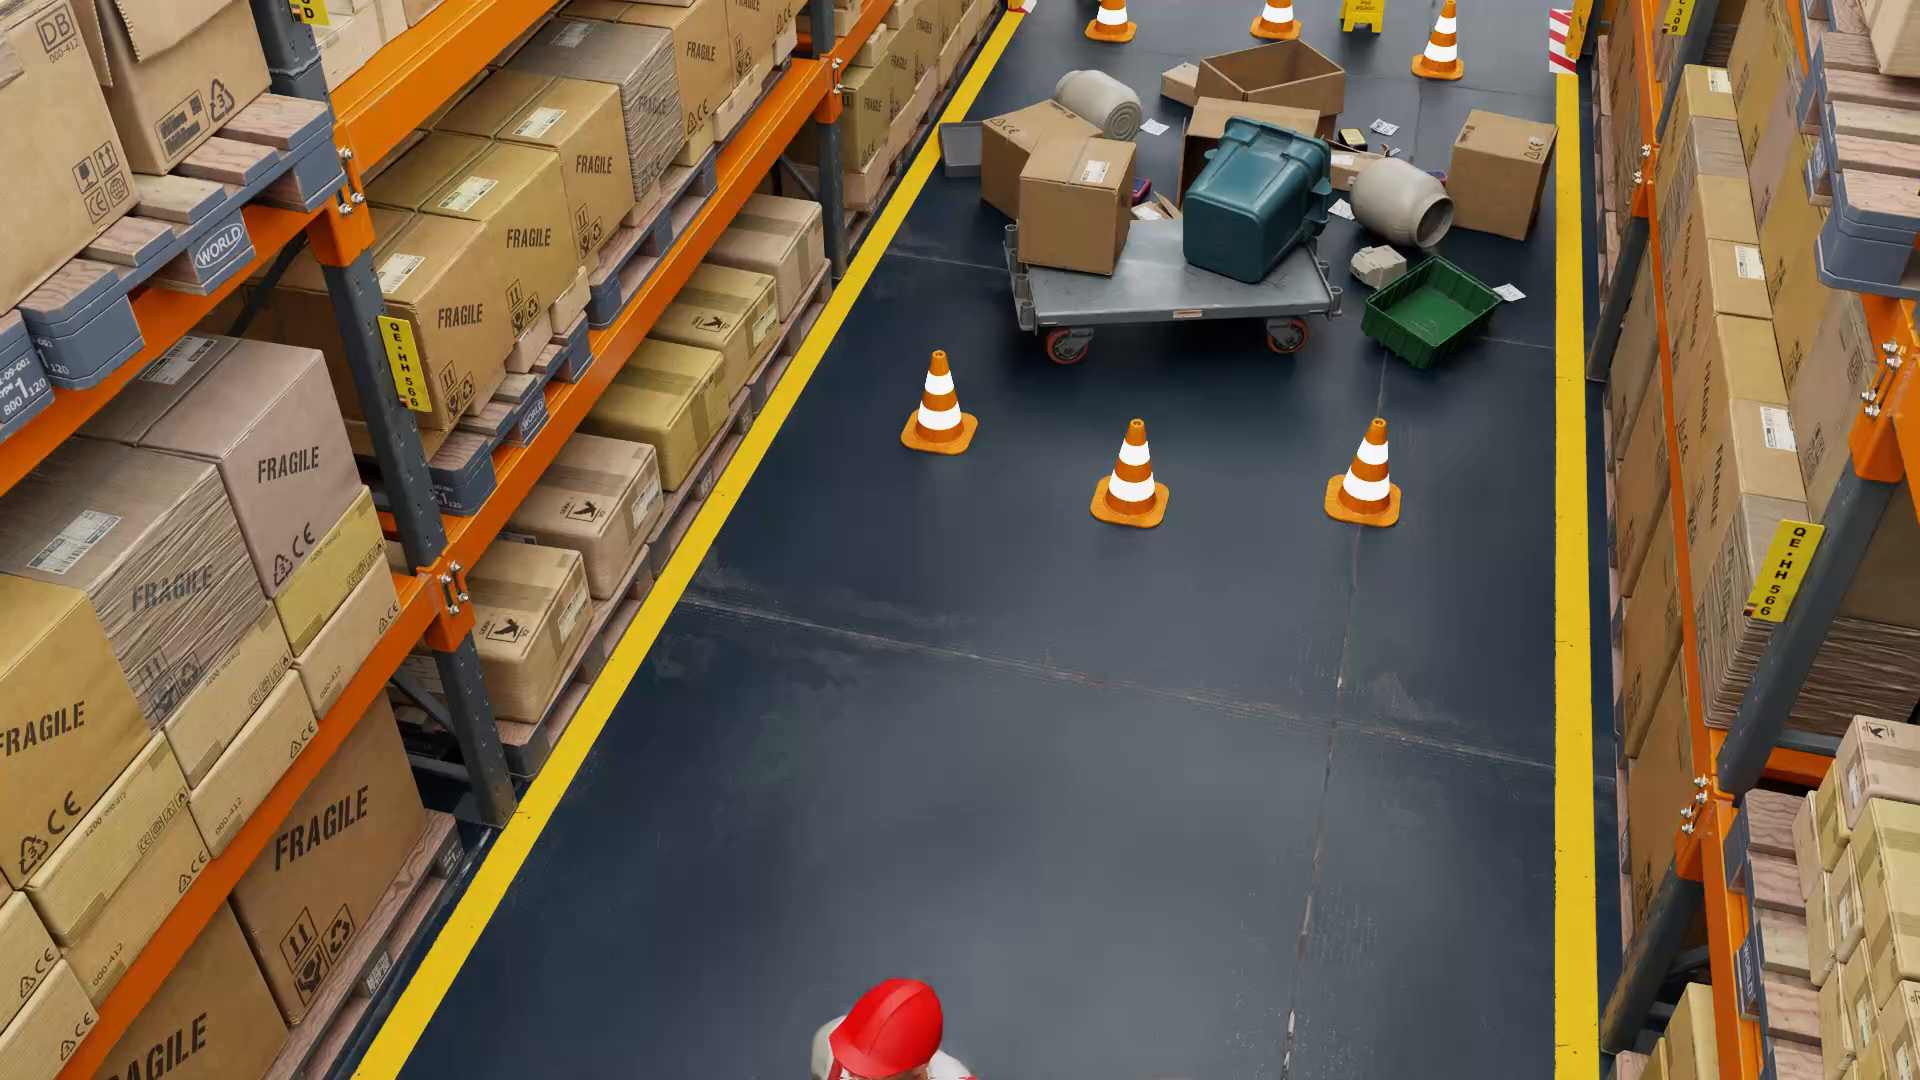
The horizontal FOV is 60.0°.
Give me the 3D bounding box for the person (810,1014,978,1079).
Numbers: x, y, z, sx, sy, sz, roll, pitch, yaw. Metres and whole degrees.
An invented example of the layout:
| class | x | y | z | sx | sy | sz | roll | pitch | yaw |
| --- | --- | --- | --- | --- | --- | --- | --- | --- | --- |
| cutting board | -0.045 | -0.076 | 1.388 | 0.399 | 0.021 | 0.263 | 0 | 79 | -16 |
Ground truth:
| class | x | y | z | sx | sy | sz | roll | pitch | yaw |
| --- | --- | --- | --- | --- | --- | --- | --- | --- | --- |
| person | -0.176 | 1.810 | 4.234 | 0.537 | 1.600 | 0.592 | 21 | 45 | 23 |
